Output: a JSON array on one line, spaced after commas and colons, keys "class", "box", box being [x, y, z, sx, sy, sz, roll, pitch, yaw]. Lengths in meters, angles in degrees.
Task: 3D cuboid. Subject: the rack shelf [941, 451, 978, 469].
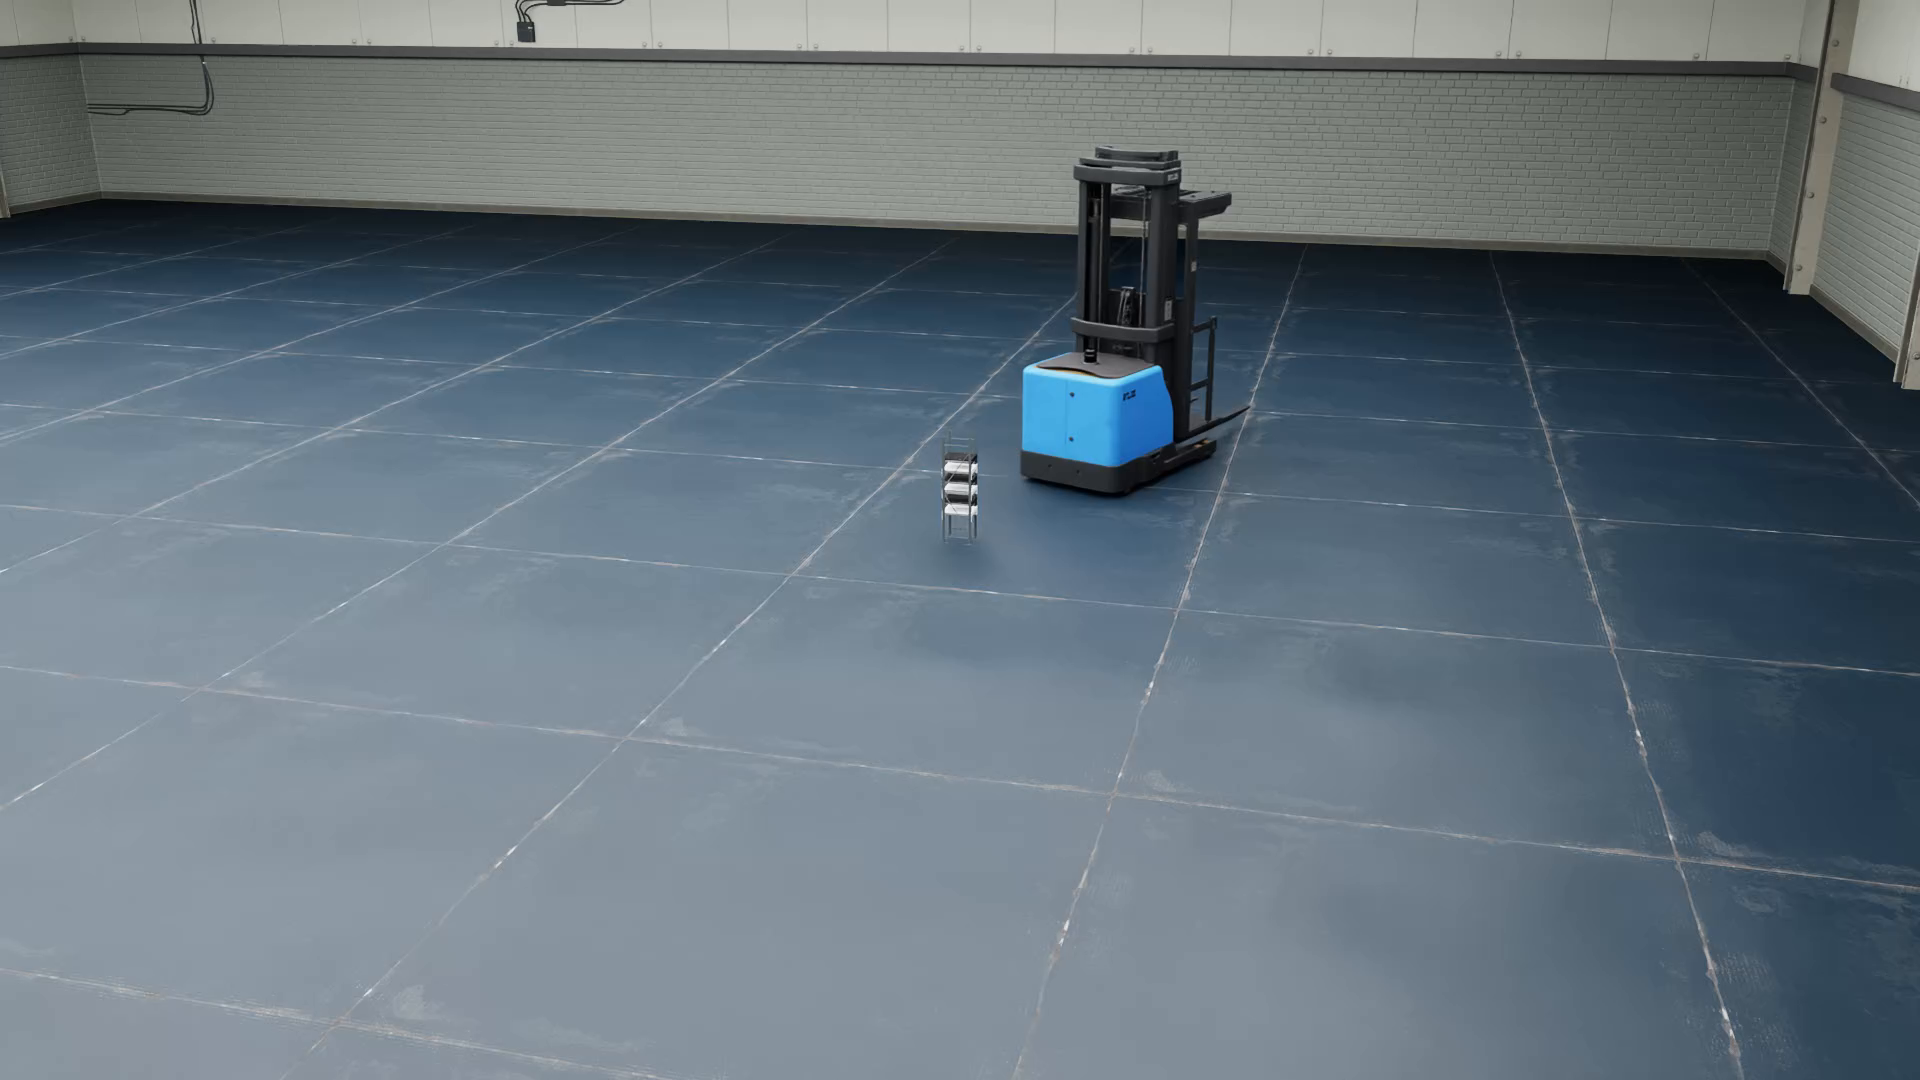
[{"class": "rack shelf", "box": [-0.002, -0.647, 13.458, 0.258, 0.077, 0.200, 5, 19, 13]}]

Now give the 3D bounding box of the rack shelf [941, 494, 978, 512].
[{"class": "rack shelf", "box": [-0.002, -0.307, 13.575, 0.258, 0.077, 0.200, 5, 19, 13]}]

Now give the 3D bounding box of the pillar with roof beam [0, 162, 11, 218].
[{"class": "pillar with roof beam", "box": [-14.136, -10.032, 29.137, 9.100, 9.000, 0.400, 5, 19, 13]}]

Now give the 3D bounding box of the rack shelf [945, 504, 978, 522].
[{"class": "rack shelf", "box": [-0.002, -0.221, 13.604, 0.258, 0.077, 0.200, 5, 19, 13]}]

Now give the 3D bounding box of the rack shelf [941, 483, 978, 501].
[{"class": "rack shelf", "box": [-0.002, -0.392, 13.545, 0.258, 0.077, 0.200, 5, 19, 13]}]

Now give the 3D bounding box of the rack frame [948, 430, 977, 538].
[{"class": "rack frame", "box": [0.023, -0.455, 13.628, 0.240, 0.900, 0.006, 5, 19, 13]}]

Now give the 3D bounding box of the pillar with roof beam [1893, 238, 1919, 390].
[{"class": "pillar with roof beam", "box": [6.594, -6.344, 18.339, 9.100, 9.000, 0.400, 5, 19, 13]}]

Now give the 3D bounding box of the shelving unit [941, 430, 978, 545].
[{"class": "shelving unit", "box": [-0.002, -0.423, 13.535, 0.258, 0.900, 0.210, 5, 19, 13]}]

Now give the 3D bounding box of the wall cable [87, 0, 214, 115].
[{"class": "wall cable", "box": [-16.308, -9.722, 33.032, 3.097, 2.526, 0.112, 5, 19, 13]}]

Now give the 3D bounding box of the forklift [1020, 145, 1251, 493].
[{"class": "forklift", "box": [1.820, -2.217, 15.644, 1.130, 2.935, 3.031, 13, 23, 34]}]

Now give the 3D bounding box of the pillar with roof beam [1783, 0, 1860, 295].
[{"class": "pillar with roof beam", "box": [8.060, -8.225, 23.845, 9.100, 9.000, 0.400, 5, 19, 13]}]

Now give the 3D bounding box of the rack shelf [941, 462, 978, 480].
[{"class": "rack shelf", "box": [-0.002, -0.562, 13.487, 0.258, 0.077, 0.200, 5, 19, 13]}]

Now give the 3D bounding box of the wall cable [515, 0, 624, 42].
[{"class": "wall cable", "box": [-7.107, -12.046, 29.771, 2.305, 6.003, 0.169, 5, 19, 13]}]

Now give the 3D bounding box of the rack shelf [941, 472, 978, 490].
[{"class": "rack shelf", "box": [-0.002, -0.477, 13.516, 0.258, 0.077, 0.200, 5, 19, 13]}]

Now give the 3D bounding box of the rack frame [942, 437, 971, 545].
[{"class": "rack frame", "box": [-0.027, -0.391, 13.441, 0.240, 0.900, 0.006, 5, 19, 13]}]
